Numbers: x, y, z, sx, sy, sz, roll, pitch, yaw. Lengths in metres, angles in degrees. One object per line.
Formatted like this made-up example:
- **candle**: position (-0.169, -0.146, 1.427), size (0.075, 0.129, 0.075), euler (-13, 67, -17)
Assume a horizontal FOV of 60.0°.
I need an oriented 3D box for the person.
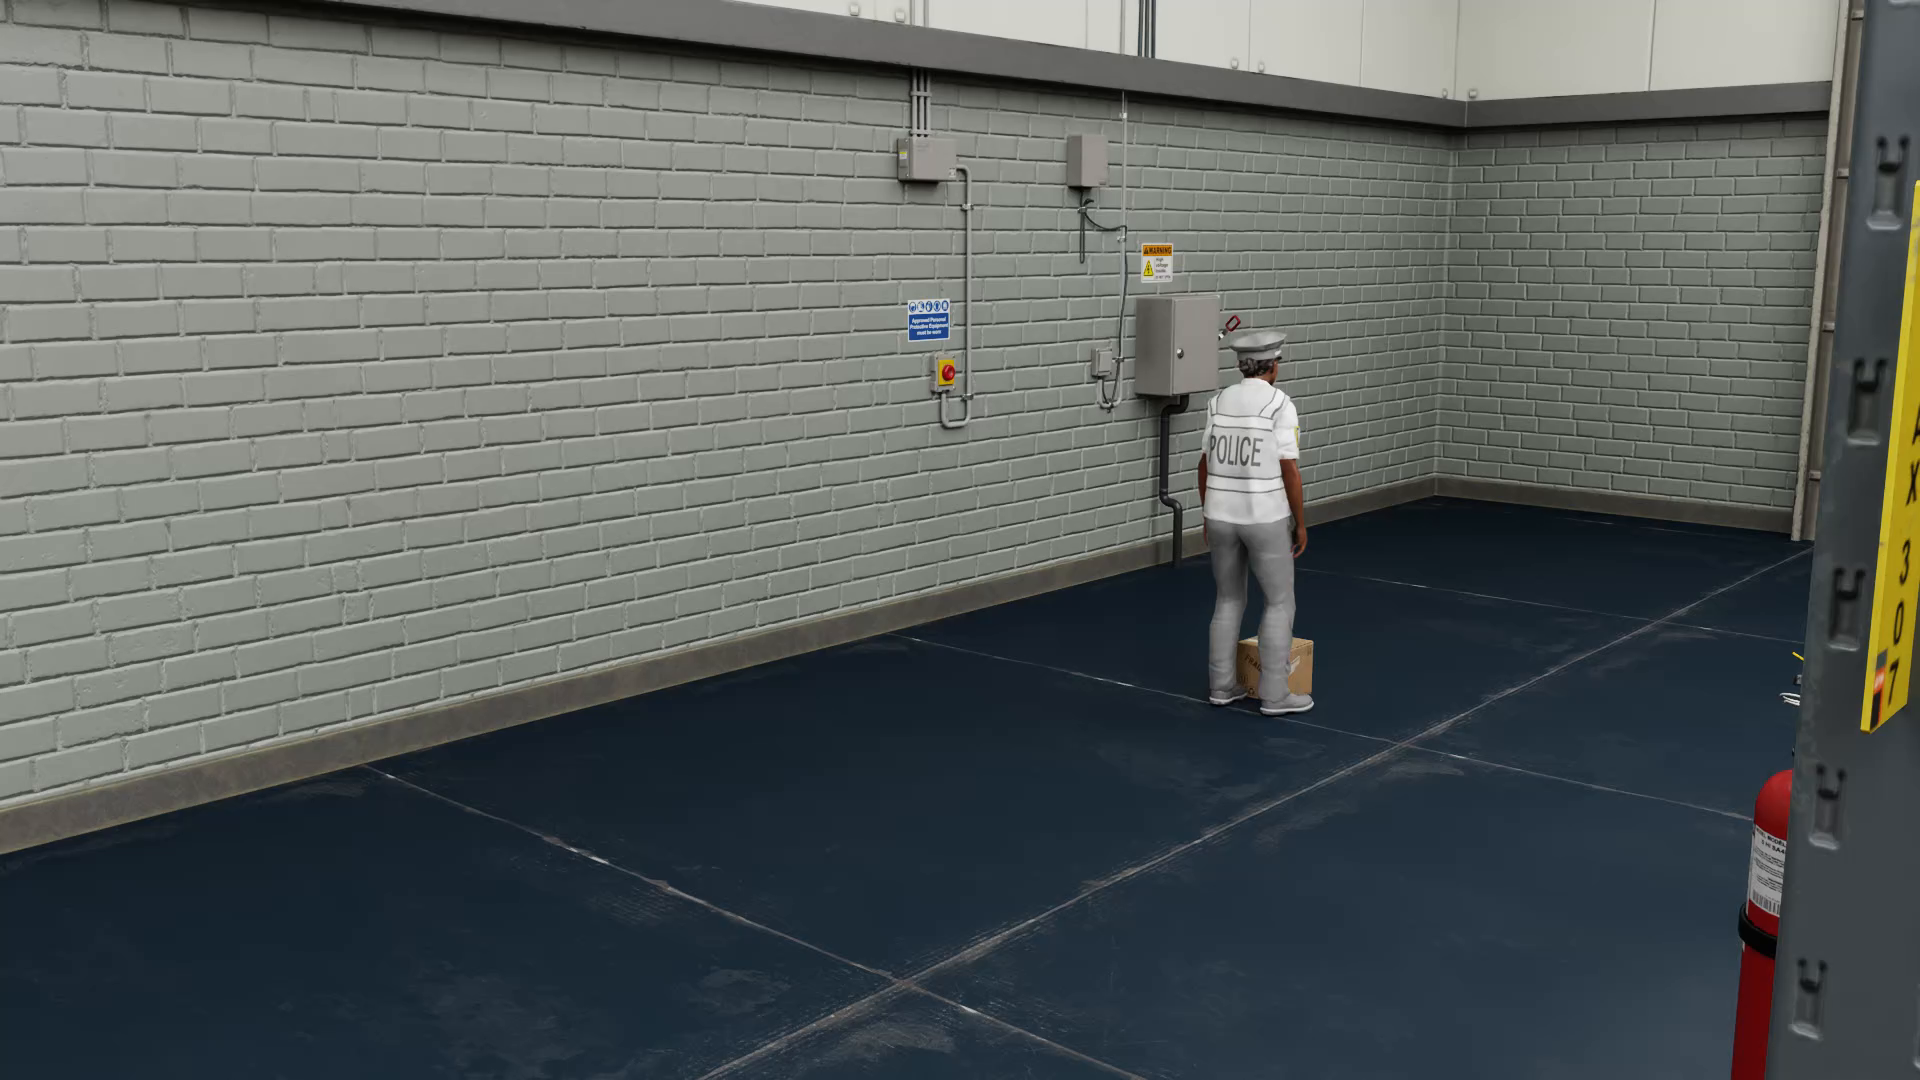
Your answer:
- **person**: position (1.294, -0.076, 7.321), size (0.531, 1.664, 0.391), euler (8, 13, 38)
